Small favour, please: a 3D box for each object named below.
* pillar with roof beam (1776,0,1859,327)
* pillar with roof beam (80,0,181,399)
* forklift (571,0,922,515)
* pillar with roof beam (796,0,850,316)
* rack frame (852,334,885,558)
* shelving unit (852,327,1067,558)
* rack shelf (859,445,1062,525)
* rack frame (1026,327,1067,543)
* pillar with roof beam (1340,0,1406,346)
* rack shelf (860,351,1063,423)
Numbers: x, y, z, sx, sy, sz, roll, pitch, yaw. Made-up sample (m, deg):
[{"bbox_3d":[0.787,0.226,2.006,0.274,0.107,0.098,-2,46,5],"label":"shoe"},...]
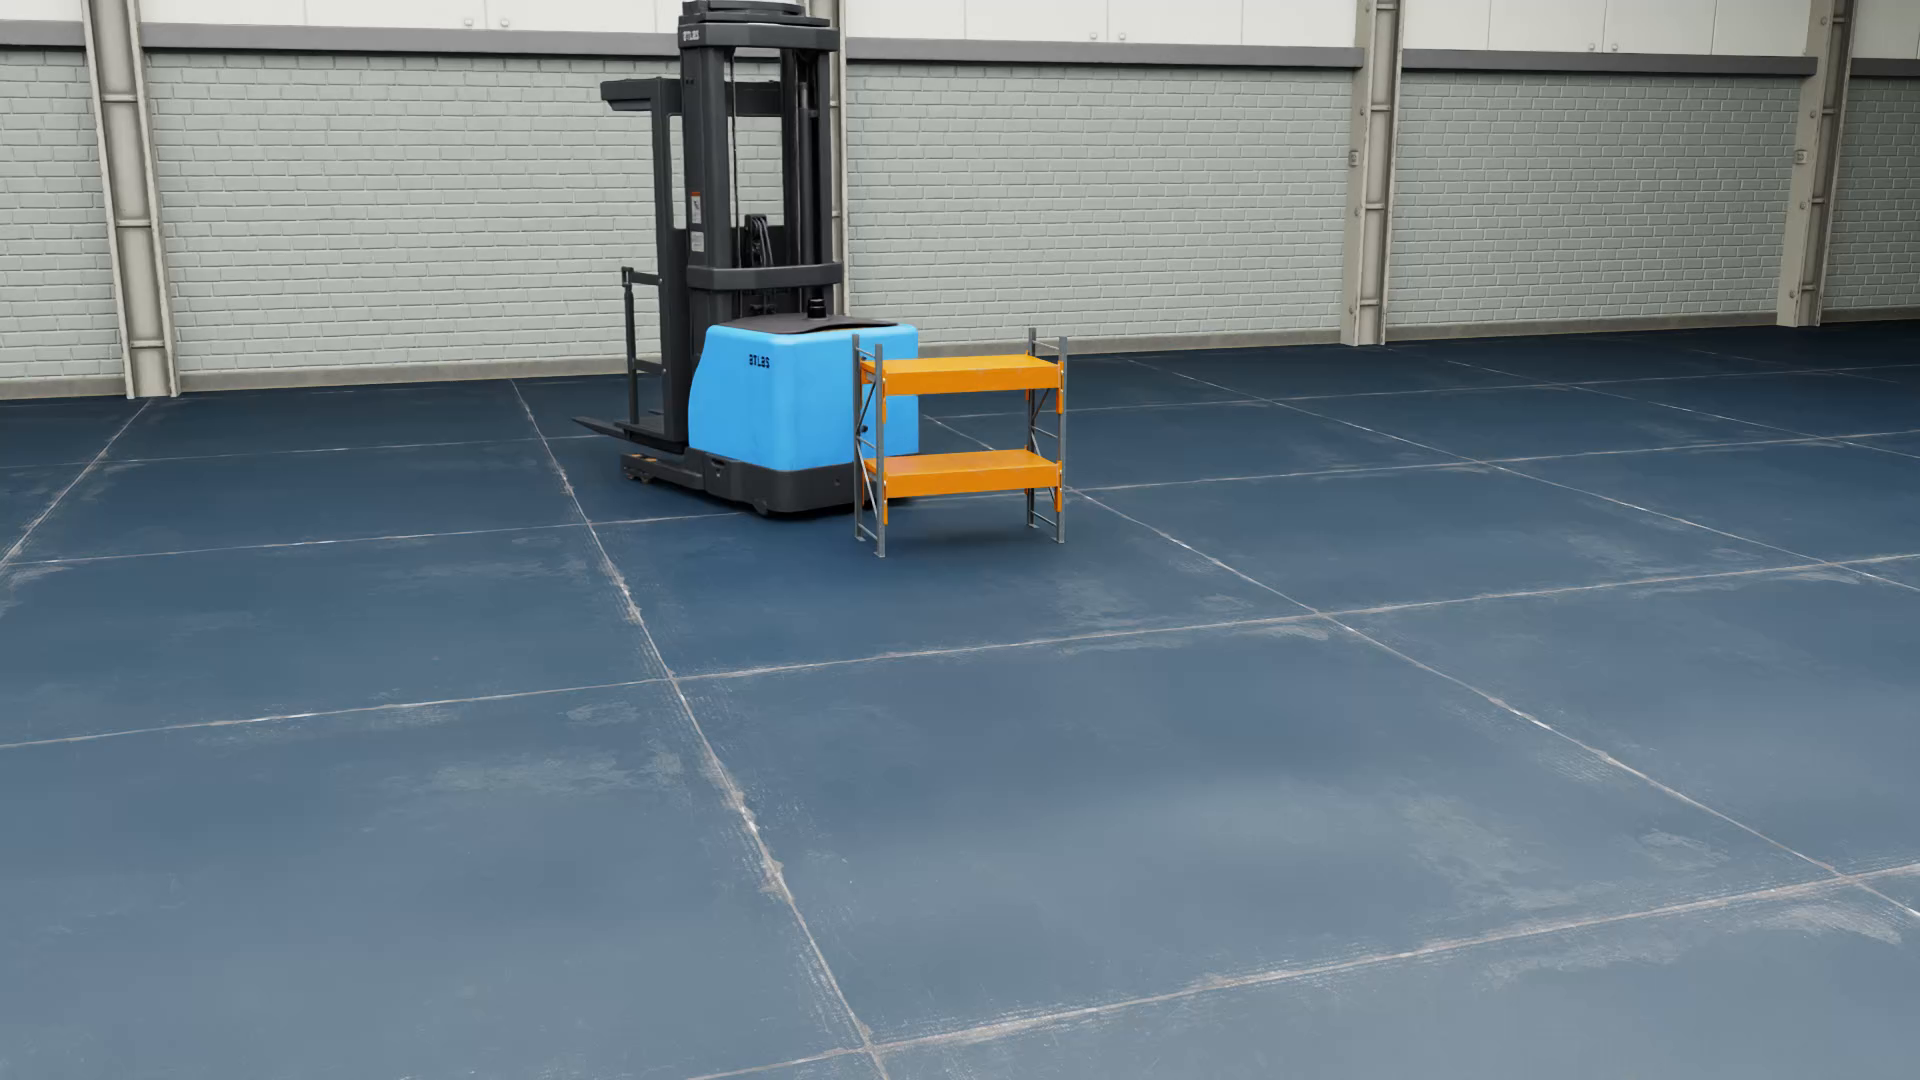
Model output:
[{"bbox_3d":[11.446,-6.019,15.000,0.400,9.000,9.100,-4,14,-18],"label":"pillar with roof beam"},{"bbox_3d":[-5.614,-4.690,9.415,0.400,9.000,9.100,-4,14,-18],"label":"pillar with roof beam"},{"bbox_3d":[-1.551,-1.851,10.592,1.130,2.935,3.031,-11,17,-38],"label":"forklift"},{"bbox_3d":[0.073,-5.133,11.276,0.400,9.000,9.100,-4,14,-18],"label":"pillar with roof beam"},{"bbox_3d":[-0.488,-0.509,8.853,0.032,1.125,0.500,-4,14,-18],"label":"rack frame"},{"bbox_3d":[-0.006,-0.547,9.011,1.048,1.125,0.538,-4,14,-18],"label":"shelving unit"},{"bbox_3d":[-0.006,-0.309,9.067,1.000,0.278,0.538,-4,14,-18],"label":"rack shelf"},{"bbox_3d":[0.475,-0.584,9.168,0.032,1.125,0.500,-4,14,-18],"label":"rack frame"},{"bbox_3d":[5.759,-5.576,13.138,0.400,9.000,9.100,-4,14,-18],"label":"pillar with roof beam"},{"bbox_3d":[-0.006,-0.831,8.943,1.000,0.278,0.538,-4,14,-18],"label":"rack shelf"}]
